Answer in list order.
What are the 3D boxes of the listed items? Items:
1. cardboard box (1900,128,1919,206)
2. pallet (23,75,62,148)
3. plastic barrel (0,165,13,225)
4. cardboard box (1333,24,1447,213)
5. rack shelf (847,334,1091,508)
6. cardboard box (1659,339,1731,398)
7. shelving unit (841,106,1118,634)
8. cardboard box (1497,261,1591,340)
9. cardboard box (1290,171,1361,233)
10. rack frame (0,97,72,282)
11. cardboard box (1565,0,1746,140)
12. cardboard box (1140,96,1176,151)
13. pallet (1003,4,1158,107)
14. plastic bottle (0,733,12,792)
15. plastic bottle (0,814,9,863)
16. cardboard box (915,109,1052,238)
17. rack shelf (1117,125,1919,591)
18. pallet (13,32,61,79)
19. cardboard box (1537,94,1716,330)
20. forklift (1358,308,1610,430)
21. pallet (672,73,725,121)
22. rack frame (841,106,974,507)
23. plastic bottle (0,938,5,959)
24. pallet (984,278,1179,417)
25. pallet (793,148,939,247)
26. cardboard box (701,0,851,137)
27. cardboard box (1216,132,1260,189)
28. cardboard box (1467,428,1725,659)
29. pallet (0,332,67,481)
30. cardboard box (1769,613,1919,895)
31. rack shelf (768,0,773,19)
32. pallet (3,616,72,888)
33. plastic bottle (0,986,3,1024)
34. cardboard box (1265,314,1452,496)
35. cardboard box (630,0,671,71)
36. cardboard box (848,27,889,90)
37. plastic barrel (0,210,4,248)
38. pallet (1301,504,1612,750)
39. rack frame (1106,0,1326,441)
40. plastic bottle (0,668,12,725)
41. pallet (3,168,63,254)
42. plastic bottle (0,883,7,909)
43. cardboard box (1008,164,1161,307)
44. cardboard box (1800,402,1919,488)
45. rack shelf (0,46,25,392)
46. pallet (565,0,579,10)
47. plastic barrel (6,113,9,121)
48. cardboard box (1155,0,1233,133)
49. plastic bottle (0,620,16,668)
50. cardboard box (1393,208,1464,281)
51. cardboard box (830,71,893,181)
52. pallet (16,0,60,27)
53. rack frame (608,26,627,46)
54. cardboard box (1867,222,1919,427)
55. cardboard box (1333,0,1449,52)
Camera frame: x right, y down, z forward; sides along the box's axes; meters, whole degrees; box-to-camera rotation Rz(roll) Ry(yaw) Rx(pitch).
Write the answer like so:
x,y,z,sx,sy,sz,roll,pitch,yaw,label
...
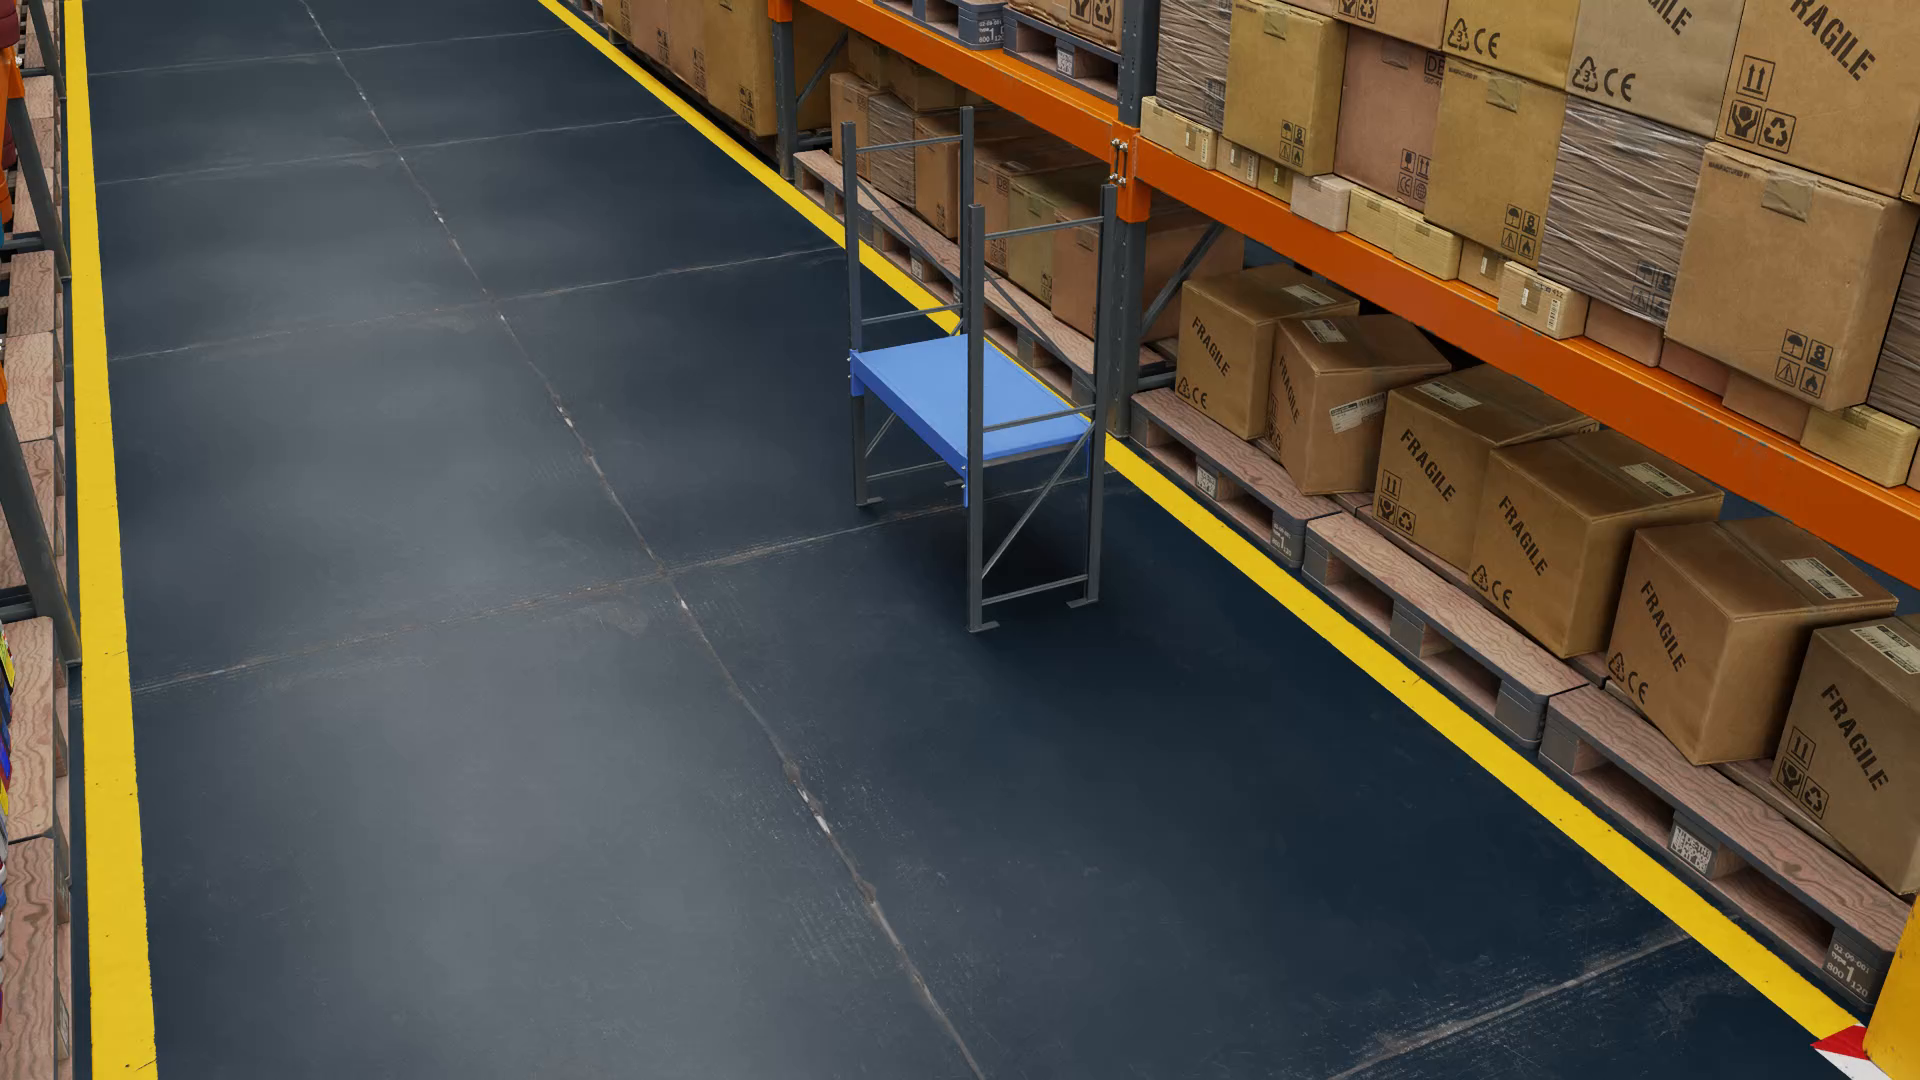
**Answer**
x,y,z,sx,sy,sz,roll,pitch,yaw,label
2.345,-0.891,3.343,0.500,0.500,0.500,-13,32,-22,cardboard box
-6.528,-2.785,11.001,1.003,0.211,1.213,-13,32,-22,pallet
-5.329,-2.033,8.599,0.600,0.830,0.708,-13,32,-22,plastic barrel
1.712,-1.391,5.257,0.875,0.500,0.500,-13,32,-22,cardboard box
0.037,-0.460,5.904,0.538,0.185,1.000,-13,32,-22,rack shelf
2.071,-0.506,4.343,0.380,0.149,0.250,-13,32,-22,cardboard box
0.037,-0.616,5.816,0.538,1.500,1.048,-13,32,-22,shelving unit
1.756,-0.704,4.695,0.380,0.149,0.250,-13,32,-22,cardboard box
1.321,-1.144,5.481,0.380,0.149,0.250,-13,32,-22,cardboard box
-5.104,-2.584,7.792,1.000,3.000,0.127,-13,32,-22,rack frame
1.912,-1.332,4.130,0.500,0.500,0.500,-13,32,-22,cardboard box
0.907,-1.590,6.275,0.380,0.149,0.250,-13,32,-22,cardboard box
0.890,-2.142,7.199,1.003,0.211,1.213,-13,32,-22,pallet
-2.660,0.548,4.534,0.061,0.283,0.133,-11,31,-19,plastic bottle
-2.563,0.703,4.265,0.152,0.276,0.135,-12,32,-21,plastic bottle
0.174,-1.943,8.754,0.700,0.500,0.500,-10,31,-18,cardboard box
1.945,-0.660,5.096,1.077,0.370,4.000,-13,32,-22,rack shelf
-7.172,-3.452,12.190,1.003,0.211,1.213,-13,32,-22,pallet
2.094,-0.938,4.450,0.875,0.500,0.500,-13,32,-22,cardboard box
2.238,-2.382,7.500,1.130,2.935,3.031,-14,32,-23,forklift
-1.421,-3.310,11.937,1.003,0.211,1.213,-13,32,-22,pallet
-0.182,-0.841,6.216,0.500,1.500,0.032,-13,32,-22,rack frame
-2.356,0.886,3.943,0.097,0.271,0.097,0,29,0,plastic bottle
0.751,-0.985,7.790,1.003,0.211,1.213,-13,32,-22,pallet
-0.296,-2.062,9.712,1.003,0.211,1.213,-13,32,-22,pallet
-0.908,-3.190,10.615,1.225,0.875,0.875,-15,32,-24,cardboard box
1.135,-1.372,5.886,0.380,0.149,0.250,-13,32,-22,cardboard box
2.012,0.000,5.309,0.500,0.500,0.500,-10,31,-17,cardboard box
-4.287,-0.479,6.889,1.003,0.211,1.213,-13,32,-22,pallet
2.551,0.537,4.351,0.500,0.500,0.500,-7,30,-13,cardboard box
-1.489,-4.194,11.398,1.077,0.370,4.000,-13,32,-22,rack shelf
-3.136,0.704,4.778,1.003,0.211,1.213,-13,32,-22,pallet
-2.247,0.972,3.776,0.061,0.283,0.133,-13,32,-21,plastic bottle
1.475,-0.514,6.226,0.500,0.500,0.500,-3,29,-6,cardboard box
-1.671,-3.975,12.014,1.225,0.875,0.875,-14,32,-24,cardboard box
-0.316,-2.763,9.450,0.500,0.250,0.500,-12,31,-20,cardboard box
-3.279,-1.270,4.936,0.600,0.901,0.708,-13,32,-22,plastic barrel
1.935,0.188,5.699,1.003,0.211,1.213,-13,32,-22,pallet
1.087,-1.857,6.495,1.000,3.000,0.127,-13,32,-22,rack frame
-2.850,0.370,4.782,0.144,0.351,0.185,-14,32,-23,plastic bottle
-5.480,-1.707,9.079,1.003,0.211,1.213,-13,32,-22,pallet
-2.443,0.796,4.103,0.097,0.271,0.097,0,29,0,plastic bottle
0.655,-1.449,7.874,0.700,0.500,0.500,-13,32,-22,cardboard box
2.234,-0.273,3.928,0.380,0.149,0.250,-13,32,-22,cardboard box
-4.245,-1.387,6.392,1.077,0.370,4.000,-13,32,-22,rack shelf
-3.131,-5.067,15.070,1.003,0.211,1.213,-13,32,-22,pallet
-6.299,-3.062,10.361,0.600,0.901,0.708,-13,32,-22,plastic barrel
1.224,-1.819,6.020,0.875,0.500,0.500,-13,32,-22,cardboard box
-2.950,0.306,5.048,0.097,0.201,0.097,0,29,0,plastic bottle
1.563,-0.930,5.098,0.380,0.149,0.250,-13,32,-22,cardboard box
-0.325,-2.434,9.630,0.700,0.500,0.500,-15,33,-25,cardboard box
-8.219,-4.529,14.112,1.003,0.211,1.213,-13,32,-22,pallet
-2.348,-5.391,12.797,1.000,3.000,0.127,-13,32,-22,rack frame
2.592,-0.512,3.691,0.875,0.500,0.500,-13,32,-22,cardboard box
1.480,-1.773,4.916,0.500,0.500,0.500,-13,32,-22,cardboard box
